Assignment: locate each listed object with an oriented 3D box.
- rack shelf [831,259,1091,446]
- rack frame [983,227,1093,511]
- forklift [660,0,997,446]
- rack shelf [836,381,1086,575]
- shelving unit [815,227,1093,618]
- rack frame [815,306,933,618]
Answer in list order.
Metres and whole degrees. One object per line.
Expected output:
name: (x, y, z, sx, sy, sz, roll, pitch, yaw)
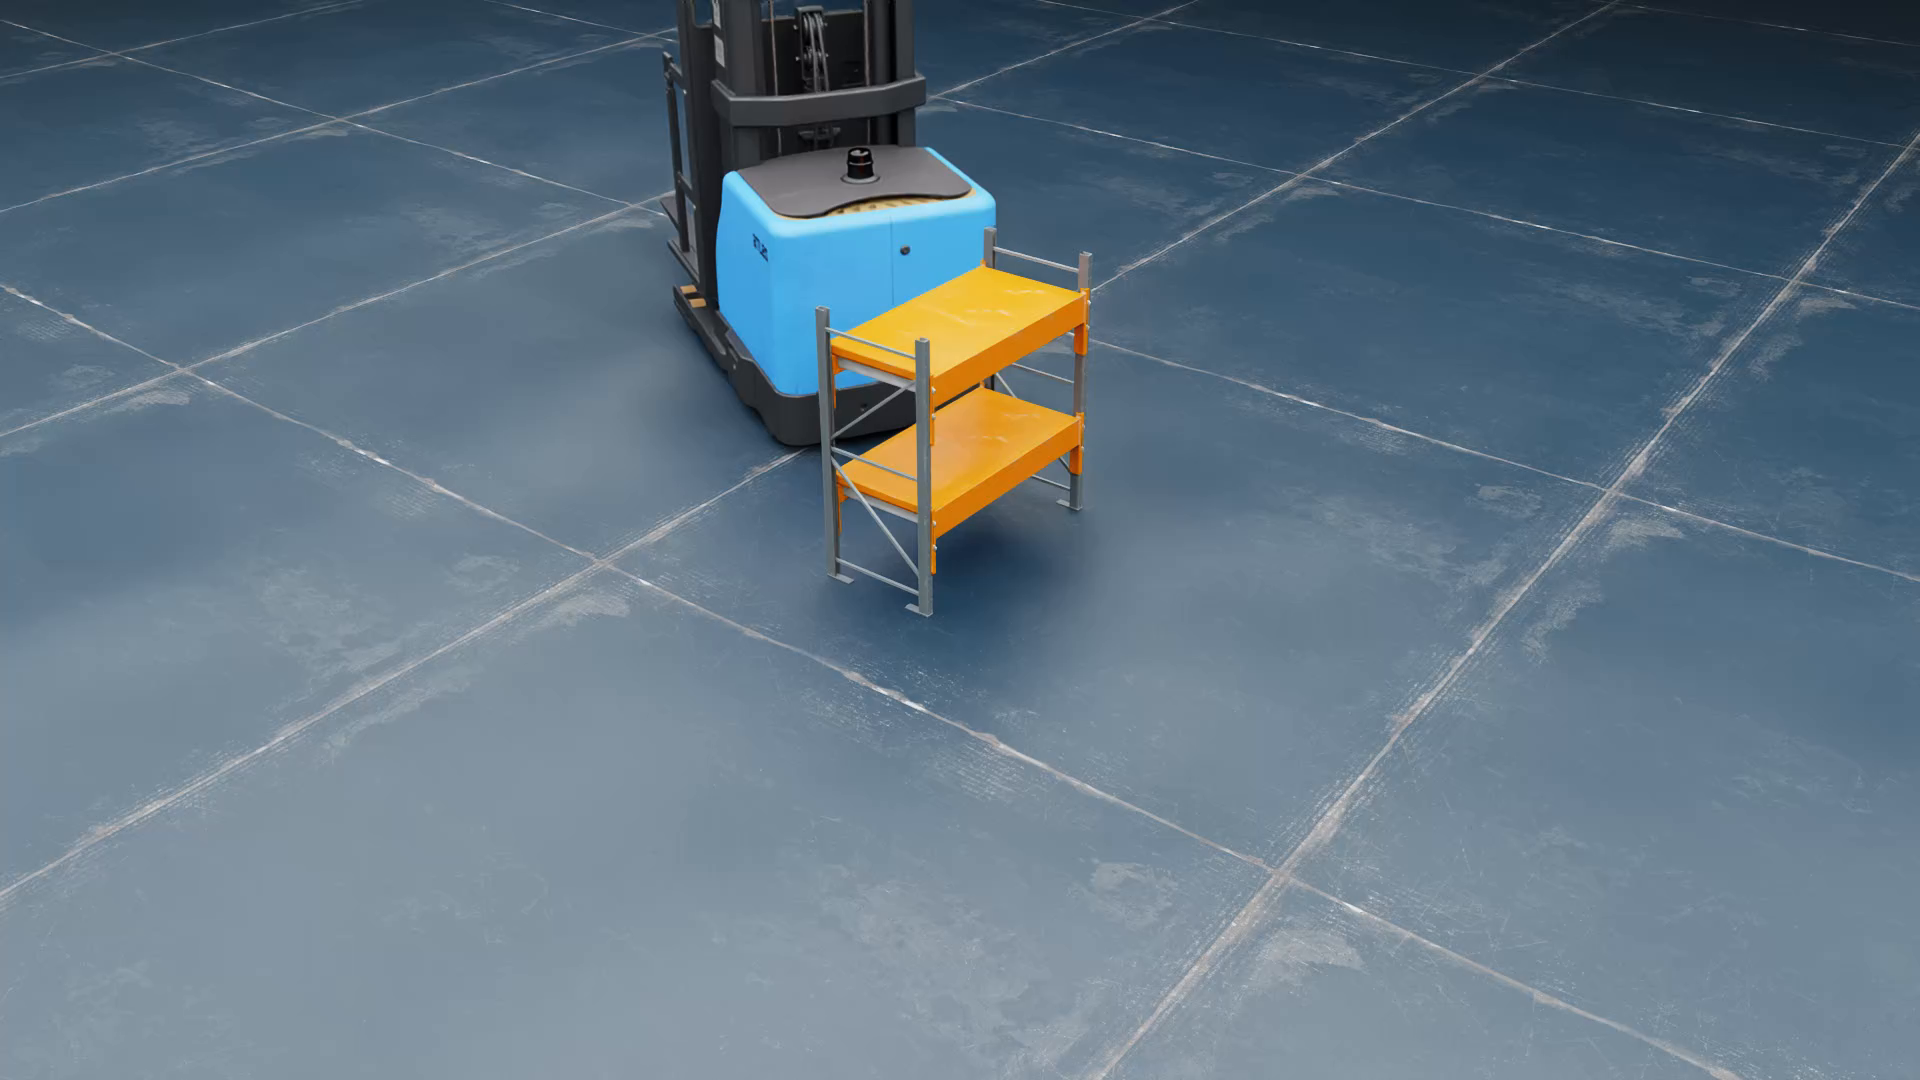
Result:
rack shelf: (-0.004, -0.733, 6.309, 0.538, 0.278, 1.000, 21, 37, 31)
rack frame: (0.303, -0.688, 6.807, 0.500, 1.125, 0.032, 21, 37, 31)
forklift: (-0.856, -2.412, 7.944, 1.130, 2.935, 3.031, -12, 33, -19)
rack shelf: (-0.004, -0.271, 6.583, 0.538, 0.278, 1.000, 21, 37, 31)
shelving unit: (-0.004, -0.481, 6.459, 0.538, 1.125, 1.048, 21, 37, 31)
rack frame: (-0.311, -0.275, 6.110, 0.500, 1.125, 0.032, 21, 37, 31)
